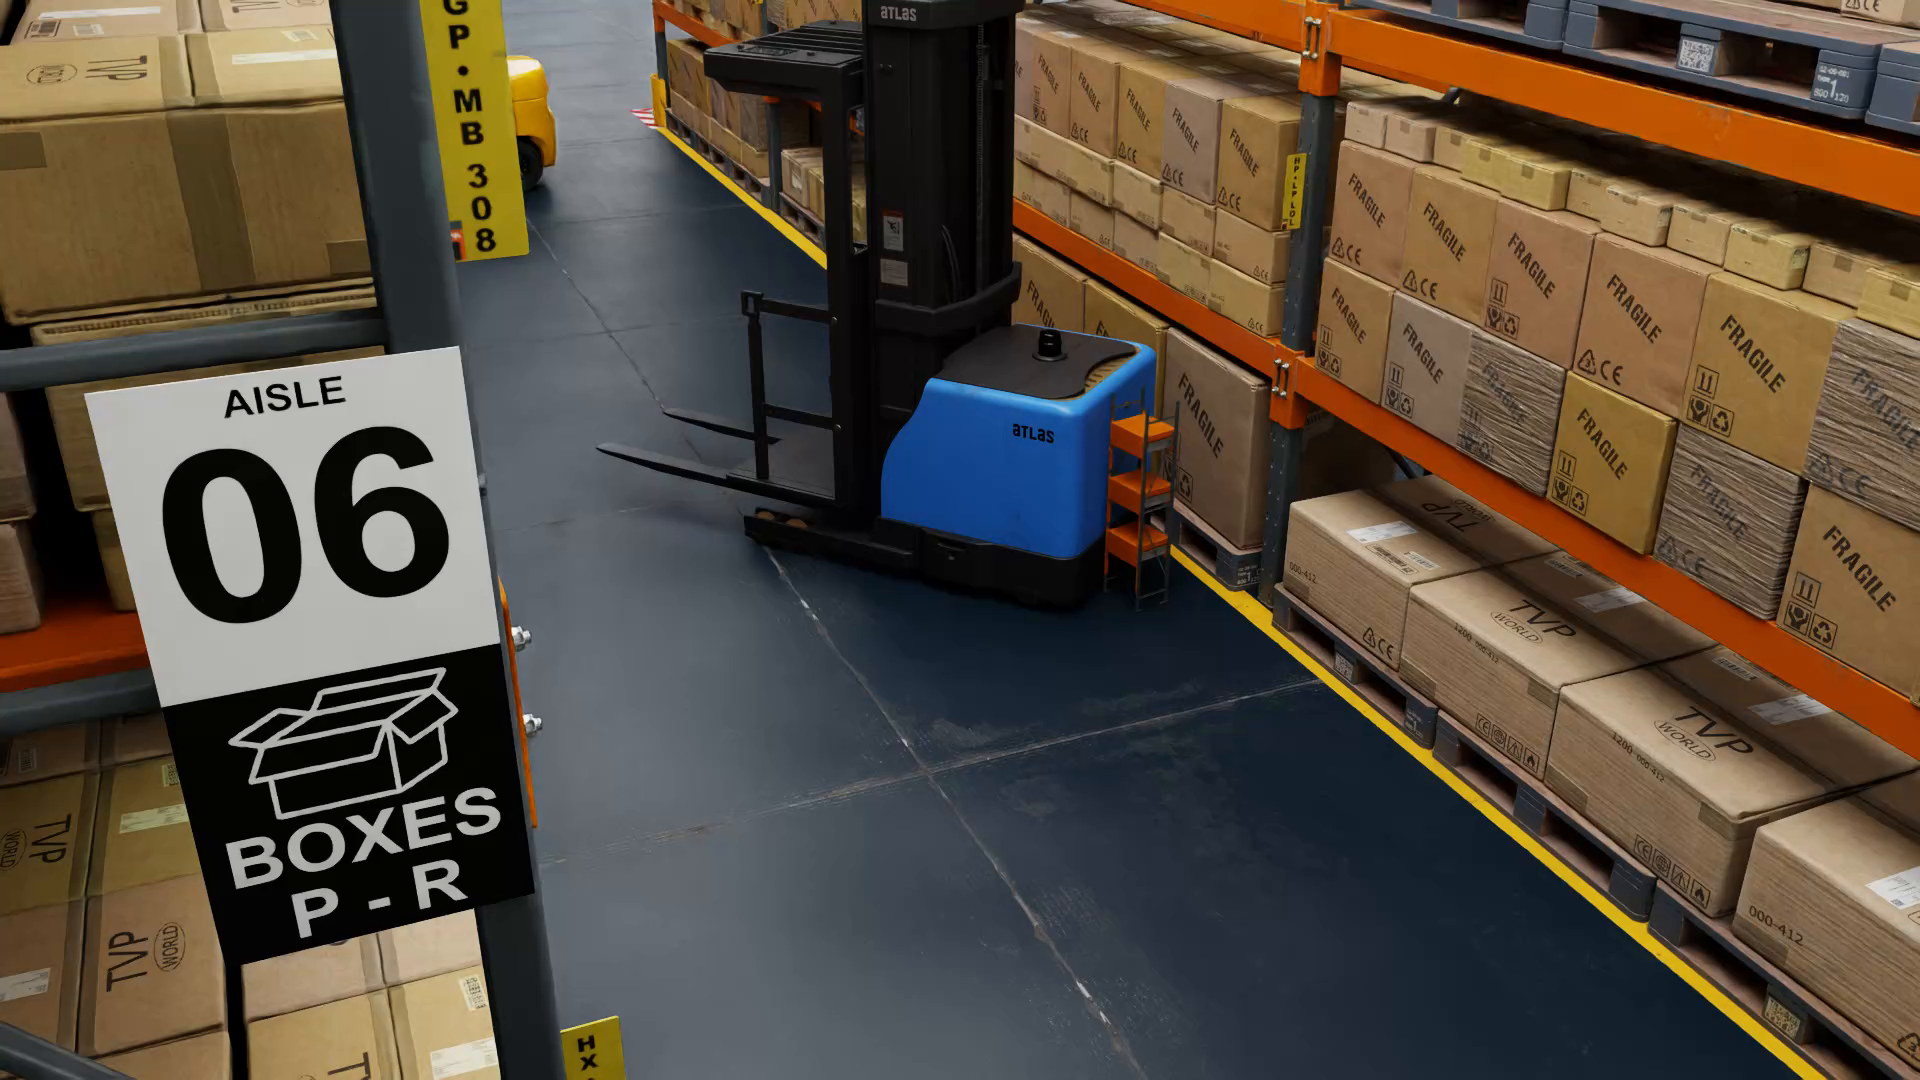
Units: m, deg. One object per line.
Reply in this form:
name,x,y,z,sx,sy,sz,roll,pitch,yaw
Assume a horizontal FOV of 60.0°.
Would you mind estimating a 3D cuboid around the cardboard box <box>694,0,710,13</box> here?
cardboard box,-2.217,-5.281,15.695,0.500,0.500,0.500,-11,28,-22

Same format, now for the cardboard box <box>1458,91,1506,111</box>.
cardboard box,2.353,-1.831,7.089,0.380,0.149,0.250,-11,28,-22

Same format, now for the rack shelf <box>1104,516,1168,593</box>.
rack shelf,0.860,0.069,8.070,0.215,0.259,0.240,-17,31,-31

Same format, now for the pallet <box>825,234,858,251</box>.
pallet,-0.406,-2.284,13.188,1.003,0.211,1.213,-11,28,-21

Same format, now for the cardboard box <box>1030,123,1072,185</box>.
cardboard box,0.729,-2.228,9.496,0.500,0.250,0.500,-11,28,-21

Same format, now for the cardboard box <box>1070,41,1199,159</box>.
cardboard box,0.927,-2.369,8.929,0.500,0.500,0.500,-10,28,-20

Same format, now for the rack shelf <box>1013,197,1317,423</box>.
rack shelf,1.156,-1.599,9.427,1.077,0.370,4.000,-11,28,-21

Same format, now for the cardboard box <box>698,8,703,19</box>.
cardboard box,-2.328,-5.148,16.161,0.380,0.149,0.250,-10,28,-19

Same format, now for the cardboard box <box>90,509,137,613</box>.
cardboard box,-0.971,-0.050,2.300,0.380,0.149,0.250,-10,28,-20

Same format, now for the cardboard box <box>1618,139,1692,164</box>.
cardboard box,2.692,-1.410,6.226,0.380,0.149,0.250,-11,28,-21

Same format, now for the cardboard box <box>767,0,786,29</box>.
cardboard box,-1.274,-4.473,13.562,0.500,0.500,0.500,-10,28,-19

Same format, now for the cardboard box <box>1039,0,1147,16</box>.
cardboard box,0.816,-3.060,10.346,0.500,0.500,0.500,-11,28,-22

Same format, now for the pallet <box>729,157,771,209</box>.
pallet,-1.489,-3.357,15.384,1.003,0.211,1.213,-11,28,-21

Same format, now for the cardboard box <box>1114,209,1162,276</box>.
cardboard box,1.153,-1.598,8.776,0.500,0.250,0.500,-11,28,-22

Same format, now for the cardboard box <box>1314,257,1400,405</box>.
cardboard box,1.882,-0.926,7.113,0.500,0.500,0.500,-10,28,-19

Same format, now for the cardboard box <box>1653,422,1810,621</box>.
cardboard box,2.680,-0.106,5.434,0.500,0.500,0.500,-10,28,-19

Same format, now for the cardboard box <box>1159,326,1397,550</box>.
cardboard box,1.623,-0.586,8.474,0.875,0.875,0.875,-10,28,-19

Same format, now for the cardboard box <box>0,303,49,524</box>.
cardboard box,-1.484,-0.193,2.139,0.500,0.250,0.500,-11,28,-22

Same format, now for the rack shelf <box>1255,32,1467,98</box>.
rack shelf,4.105,-4.105,14.559,1.077,0.370,4.000,-11,28,-21

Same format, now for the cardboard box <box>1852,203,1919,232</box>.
cardboard box,3.127,-1.003,5.393,0.380,0.149,0.250,-10,28,-20

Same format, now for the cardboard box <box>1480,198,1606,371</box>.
cardboard box,2.285,-0.962,6.047,0.500,0.500,0.500,-10,28,-20

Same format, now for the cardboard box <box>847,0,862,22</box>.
cardboard box,-0.472,-3.643,11.862,0.500,0.500,0.500,-13,29,-24

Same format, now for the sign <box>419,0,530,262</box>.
sign,-0.561,-0.480,1.899,0.100,0.325,0.005,-11,28,-21

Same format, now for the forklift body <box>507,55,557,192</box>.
forklift body,-4.904,-4.272,15.048,2.313,2.155,1.214,-11,28,-21

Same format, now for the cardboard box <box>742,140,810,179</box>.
cardboard box,-1.672,-3.490,15.135,0.500,0.250,0.500,-9,28,-18

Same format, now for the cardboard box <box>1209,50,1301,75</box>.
cardboard box,1.613,-2.240,8.665,0.500,0.500,0.500,-11,28,-22

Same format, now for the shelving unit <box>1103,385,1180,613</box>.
shelving unit,0.860,-0.190,7.943,0.215,1.050,0.252,-17,31,-31

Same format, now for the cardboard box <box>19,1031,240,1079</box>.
cardboard box,-1.484,1.148,2.812,0.500,0.250,0.500,-10,28,-19

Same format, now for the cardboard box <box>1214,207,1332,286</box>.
cardboard box,1.543,-1.409,7.817,0.500,0.250,0.500,-11,28,-21

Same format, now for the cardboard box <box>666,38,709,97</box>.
cardboard box,-2.689,-4.867,17.100,0.500,0.500,0.500,-12,28,-22

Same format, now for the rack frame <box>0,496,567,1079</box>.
rack frame,-1.060,1.354,2.558,1.000,3.000,0.127,-11,28,-21

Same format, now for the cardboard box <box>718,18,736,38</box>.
cardboard box,-2.001,-4.719,15.282,0.380,0.149,0.250,-11,28,-21

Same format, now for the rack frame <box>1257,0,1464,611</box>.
rack frame,1.939,-1.115,7.615,1.000,3.000,0.127,-11,28,-21

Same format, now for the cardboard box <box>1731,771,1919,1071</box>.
cardboard box,3.155,1.213,5.288,0.875,0.438,0.875,-12,28,-22

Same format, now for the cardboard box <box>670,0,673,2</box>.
cardboard box,-2.817,-5.674,17.238,0.380,0.149,0.250,-10,28,-20

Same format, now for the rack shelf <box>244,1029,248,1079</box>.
rack shelf,-1.843,0.870,4.369,1.077,0.370,4.000,-11,28,-21

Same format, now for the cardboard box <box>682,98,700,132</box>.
cardboard box,-2.506,-4.332,16.859,0.500,0.250,0.500,-10,28,-19

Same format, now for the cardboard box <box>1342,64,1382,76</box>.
cardboard box,3.648,-4.179,15.975,1.050,0.750,0.750,-11,28,-21

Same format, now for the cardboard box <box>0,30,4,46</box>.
cardboard box,-1.694,-0.626,2.457,0.500,0.250,0.500,-11,28,-22

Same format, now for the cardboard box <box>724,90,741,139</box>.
cardboard box,-1.873,-4.033,15.391,0.500,0.500,0.500,-10,28,-20

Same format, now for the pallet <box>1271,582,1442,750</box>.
pallet,2.165,0.458,7.571,1.003,0.211,1.213,-11,28,-21

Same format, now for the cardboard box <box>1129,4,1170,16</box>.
cardboard box,2.428,-5.468,18.472,0.875,0.875,0.875,-11,28,-21

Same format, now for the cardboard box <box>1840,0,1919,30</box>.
cardboard box,2.966,-1.655,4.810,0.500,0.311,0.500,-10,28,-20

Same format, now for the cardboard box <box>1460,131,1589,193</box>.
cardboard box,2.119,-1.421,6.249,0.380,0.149,0.250,-11,28,-21

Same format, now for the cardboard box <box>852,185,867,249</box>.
cardboard box,-0.427,-2.571,13.114,0.950,0.372,0.625,-10,28,-19

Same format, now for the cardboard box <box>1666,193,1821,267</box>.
cardboard box,2.545,-1.011,5.410,0.380,0.149,0.250,-10,28,-19

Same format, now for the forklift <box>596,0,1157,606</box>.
forklift,-0.548,-1.447,8.373,3.031,2.935,1.130,13,29,25
